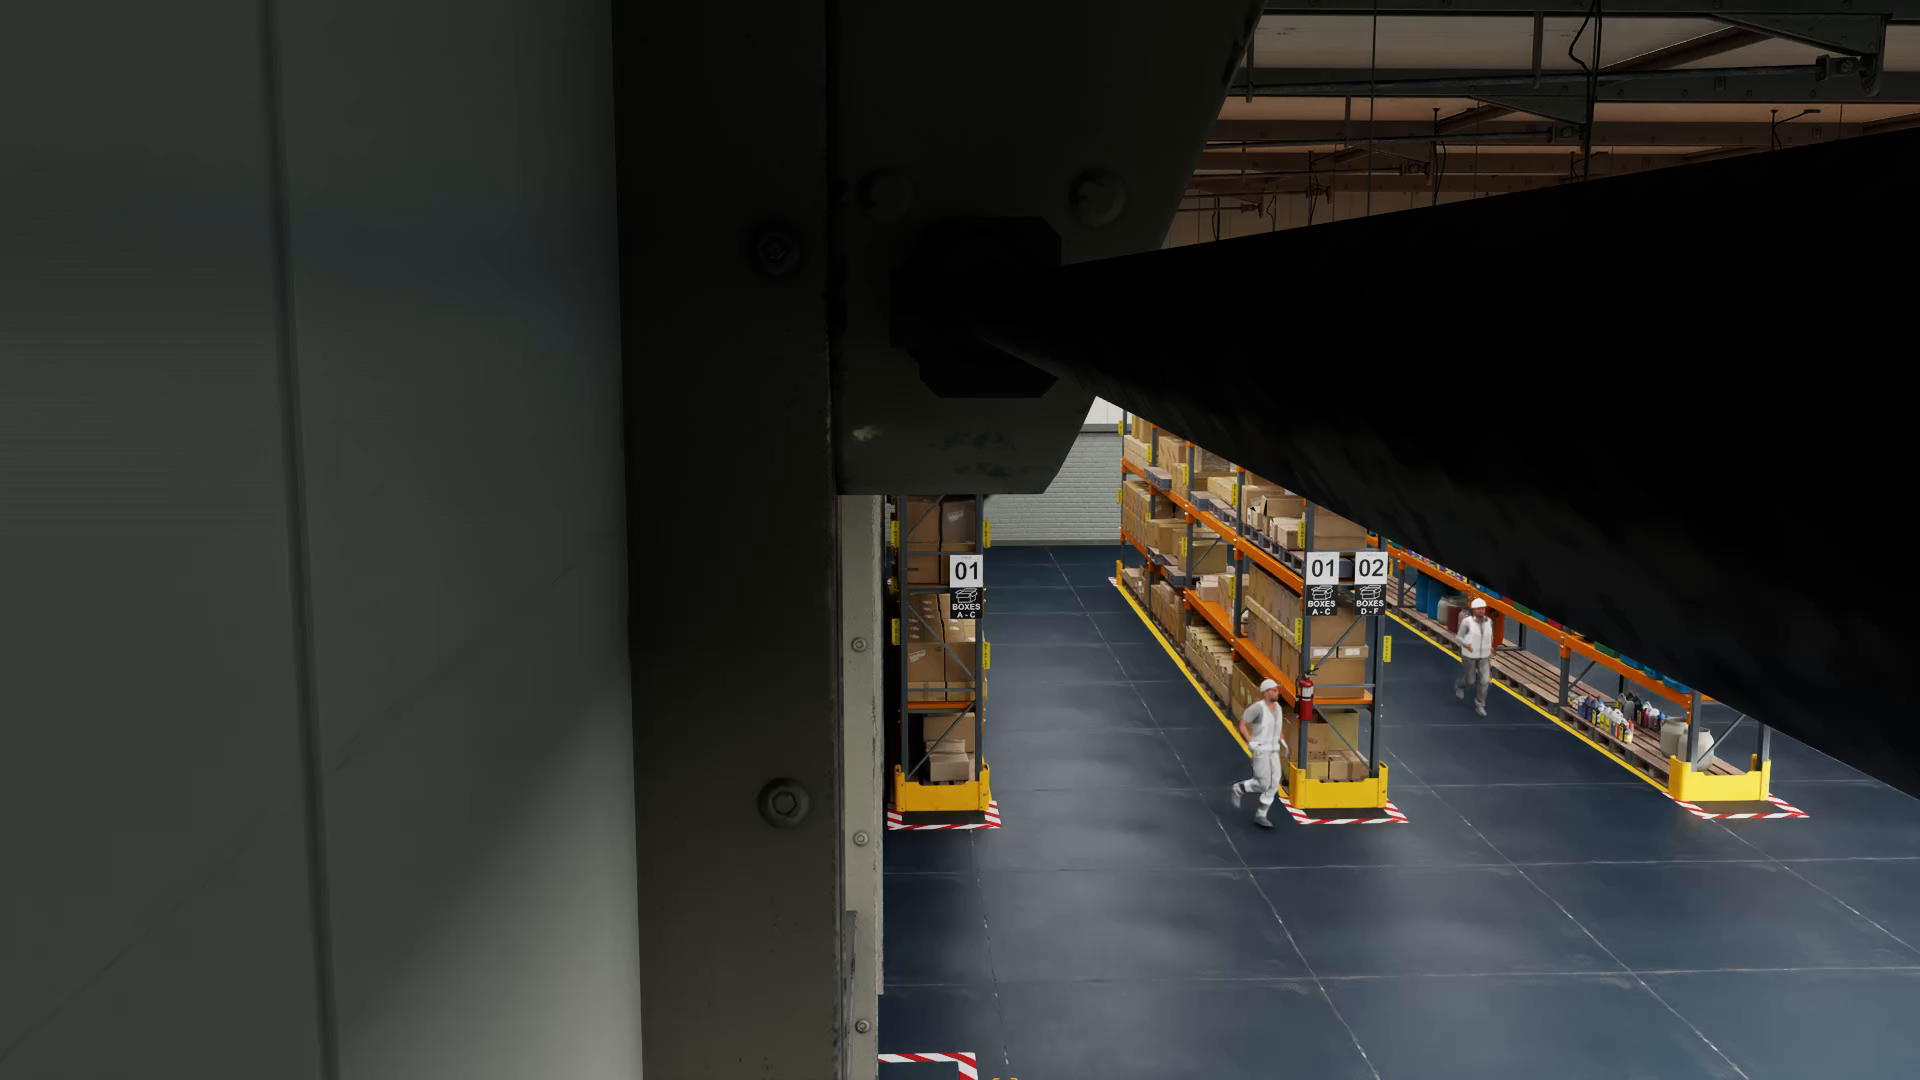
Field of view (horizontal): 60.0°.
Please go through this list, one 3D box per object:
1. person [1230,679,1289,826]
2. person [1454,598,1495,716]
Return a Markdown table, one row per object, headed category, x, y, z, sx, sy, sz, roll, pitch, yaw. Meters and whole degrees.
| category | x | y | z | sx | sy | sz | roll | pitch | yaw |
| --- | --- | --- | --- | --- | --- | --- | --- | --- | --- |
| person | 3.711 | 2.536 | 20.077 | 0.704 | 1.715 | 0.640 | -6 | 10 | -36 |
| person | 7.852 | 1.738 | 25.364 | 0.651 | 1.754 | 0.876 | -1 | 8 | -5 |
